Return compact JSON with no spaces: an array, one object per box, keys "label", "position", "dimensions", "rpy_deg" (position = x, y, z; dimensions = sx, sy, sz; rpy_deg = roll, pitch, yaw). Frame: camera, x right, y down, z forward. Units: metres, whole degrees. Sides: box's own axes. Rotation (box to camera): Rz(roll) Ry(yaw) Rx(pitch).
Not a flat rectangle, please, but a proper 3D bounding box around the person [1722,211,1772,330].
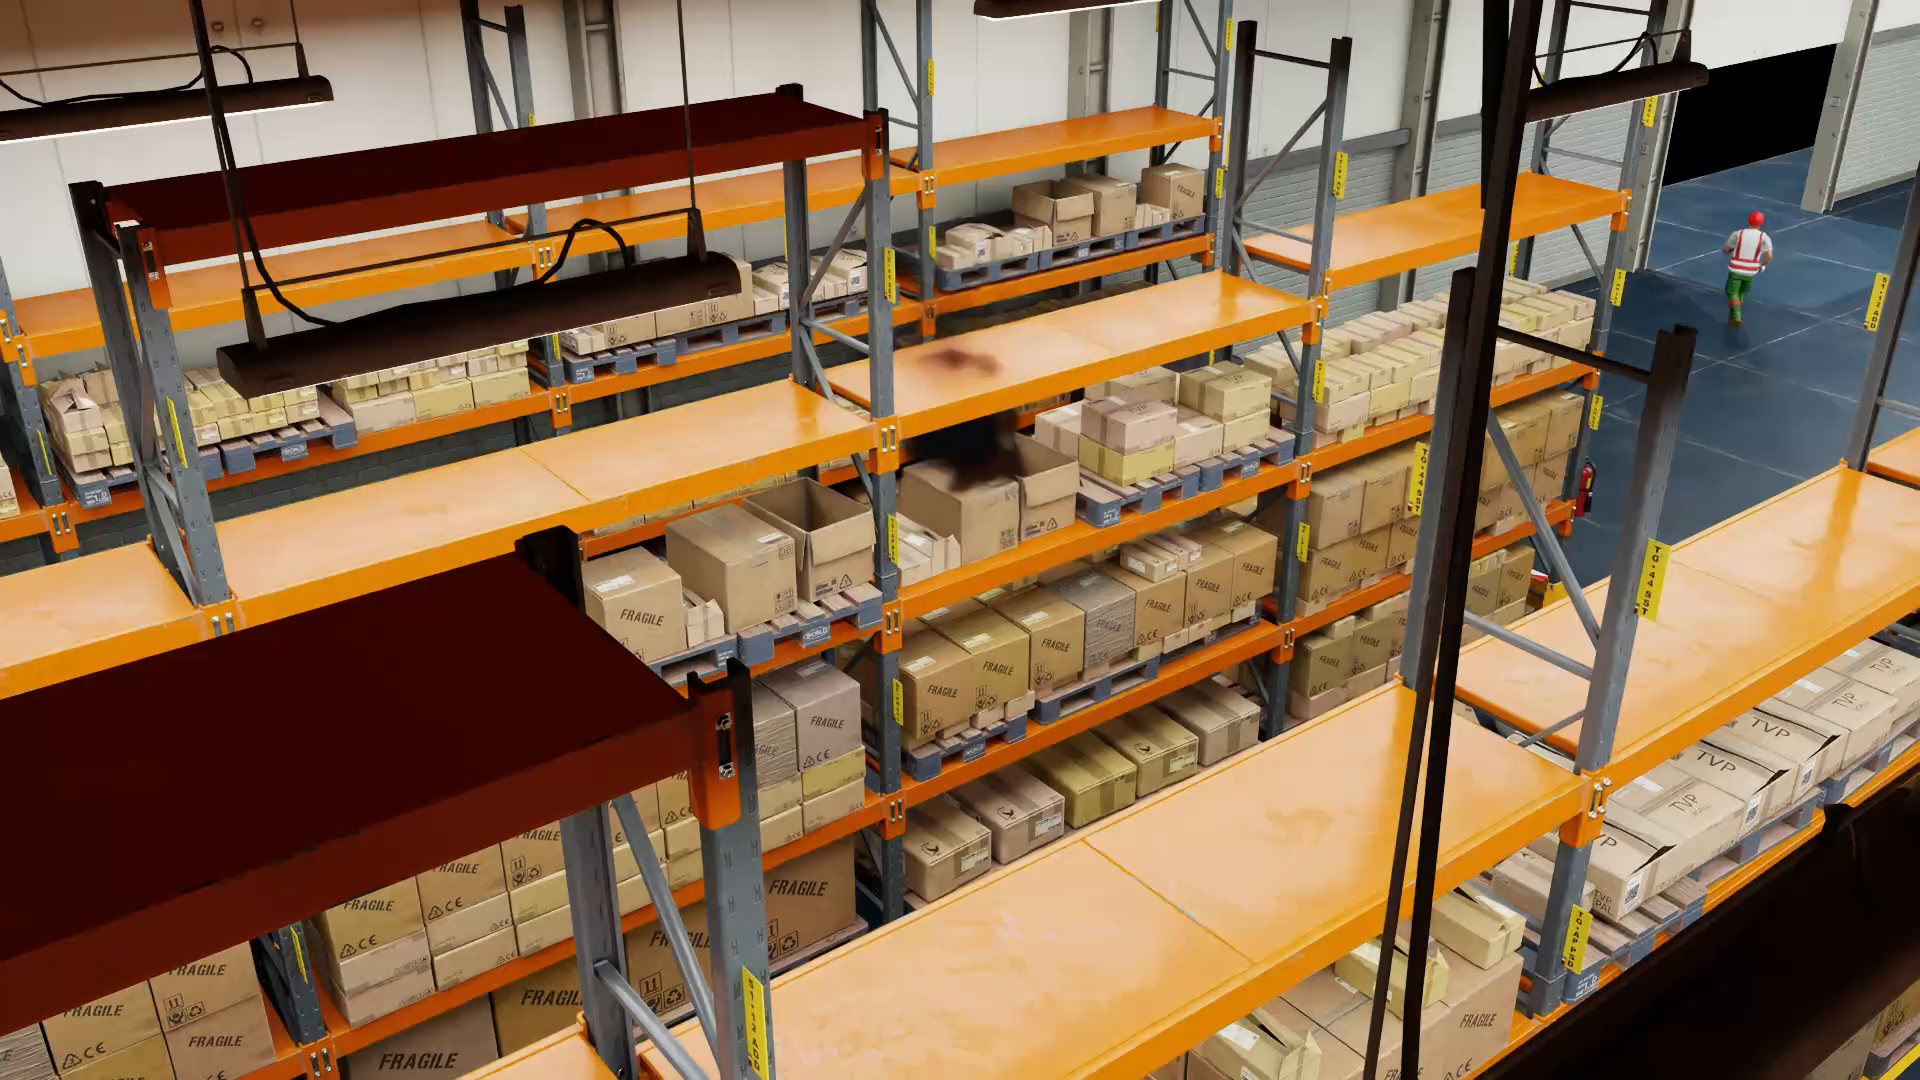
[{"label":"person","position":[11.266,-3.849,23.958],"dimensions":[0.643,1.788,0.881],"rpy_deg":[9,27,17]}]
